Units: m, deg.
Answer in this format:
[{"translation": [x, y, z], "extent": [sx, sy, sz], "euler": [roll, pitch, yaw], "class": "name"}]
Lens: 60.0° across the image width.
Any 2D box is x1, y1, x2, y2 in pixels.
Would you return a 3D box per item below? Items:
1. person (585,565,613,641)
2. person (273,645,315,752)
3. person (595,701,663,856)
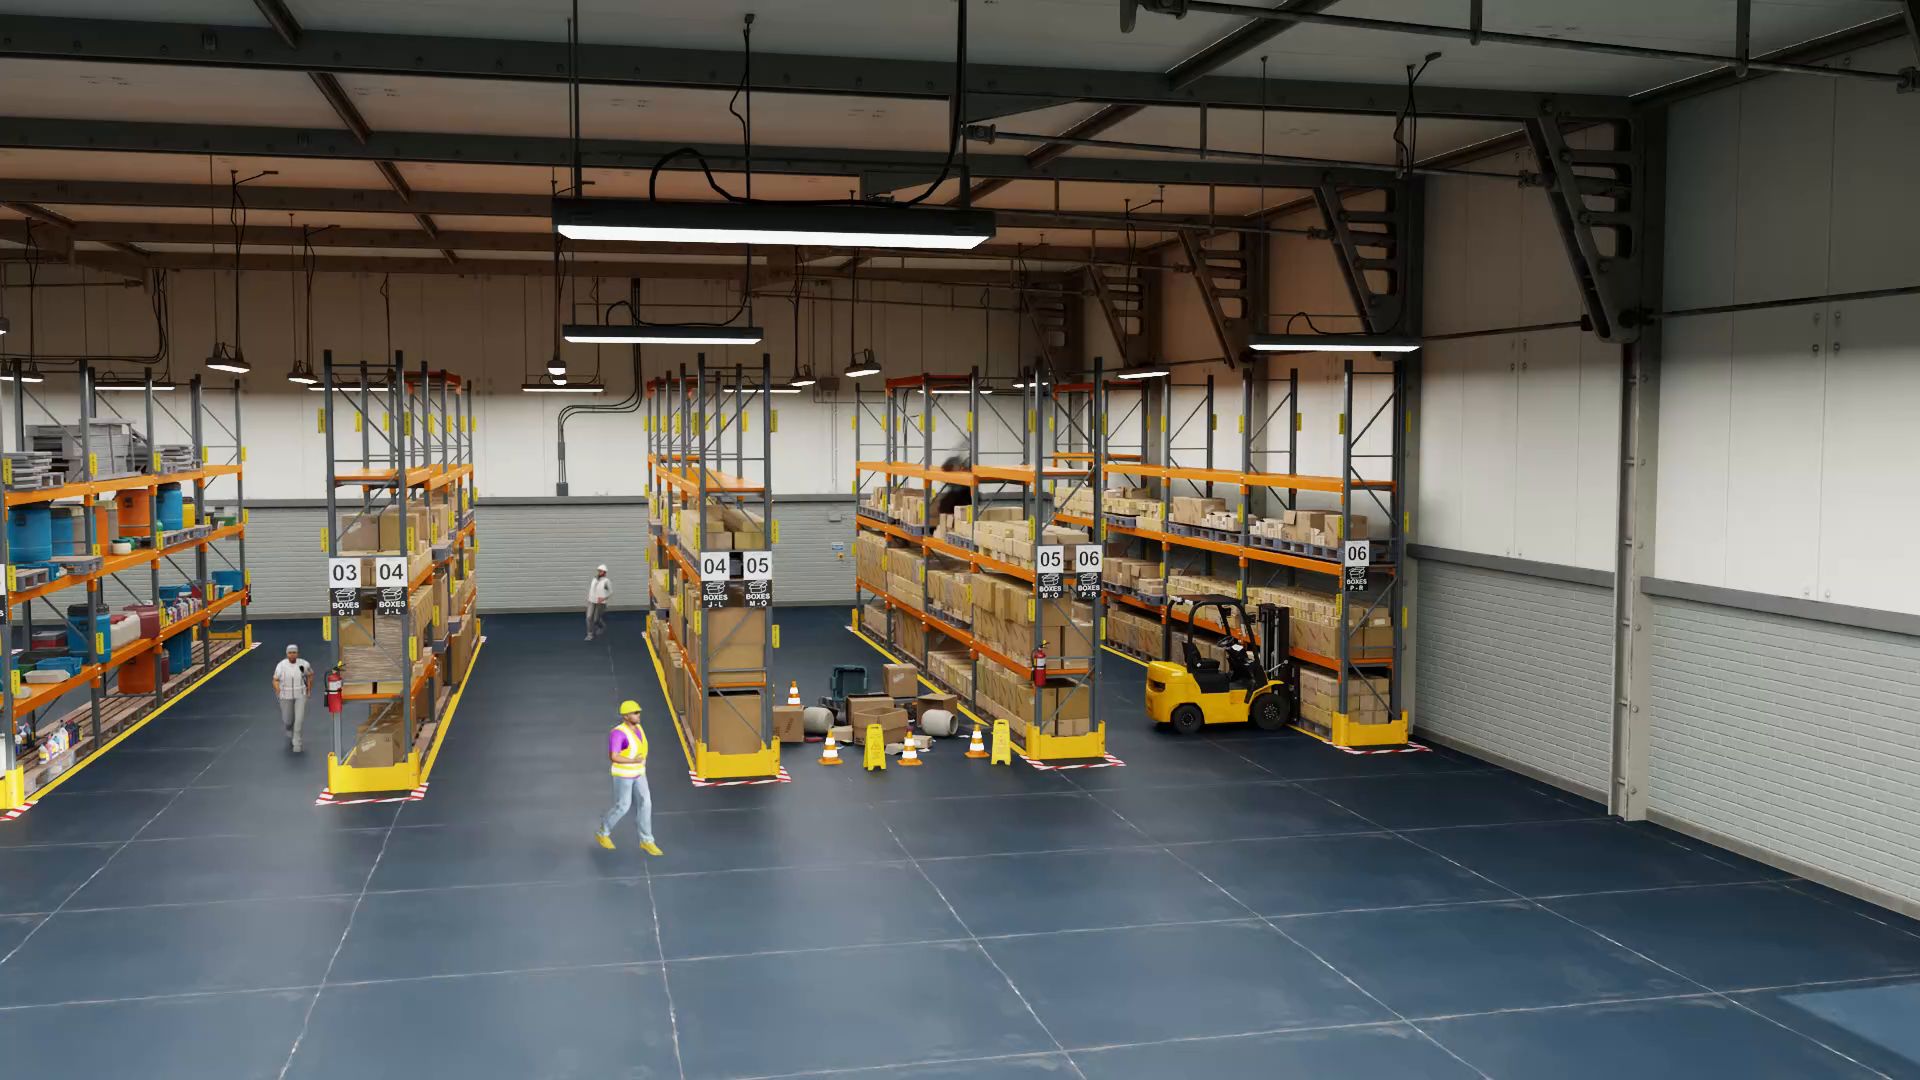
[{"translation": [-8.414, 1.458, 38.686], "extent": [0.707, 1.746, 0.715], "euler": [1, 4, 20], "class": "person"}, {"translation": [-10.269, 2.412, 25.647], "extent": [0.597, 1.634, 0.754], "euler": [-2, 4, -21], "class": "person"}, {"translation": [-3.867, 2.768, 19.386], "extent": [0.836, 1.813, 0.720], "euler": [2, 4, 24], "class": "person"}]
